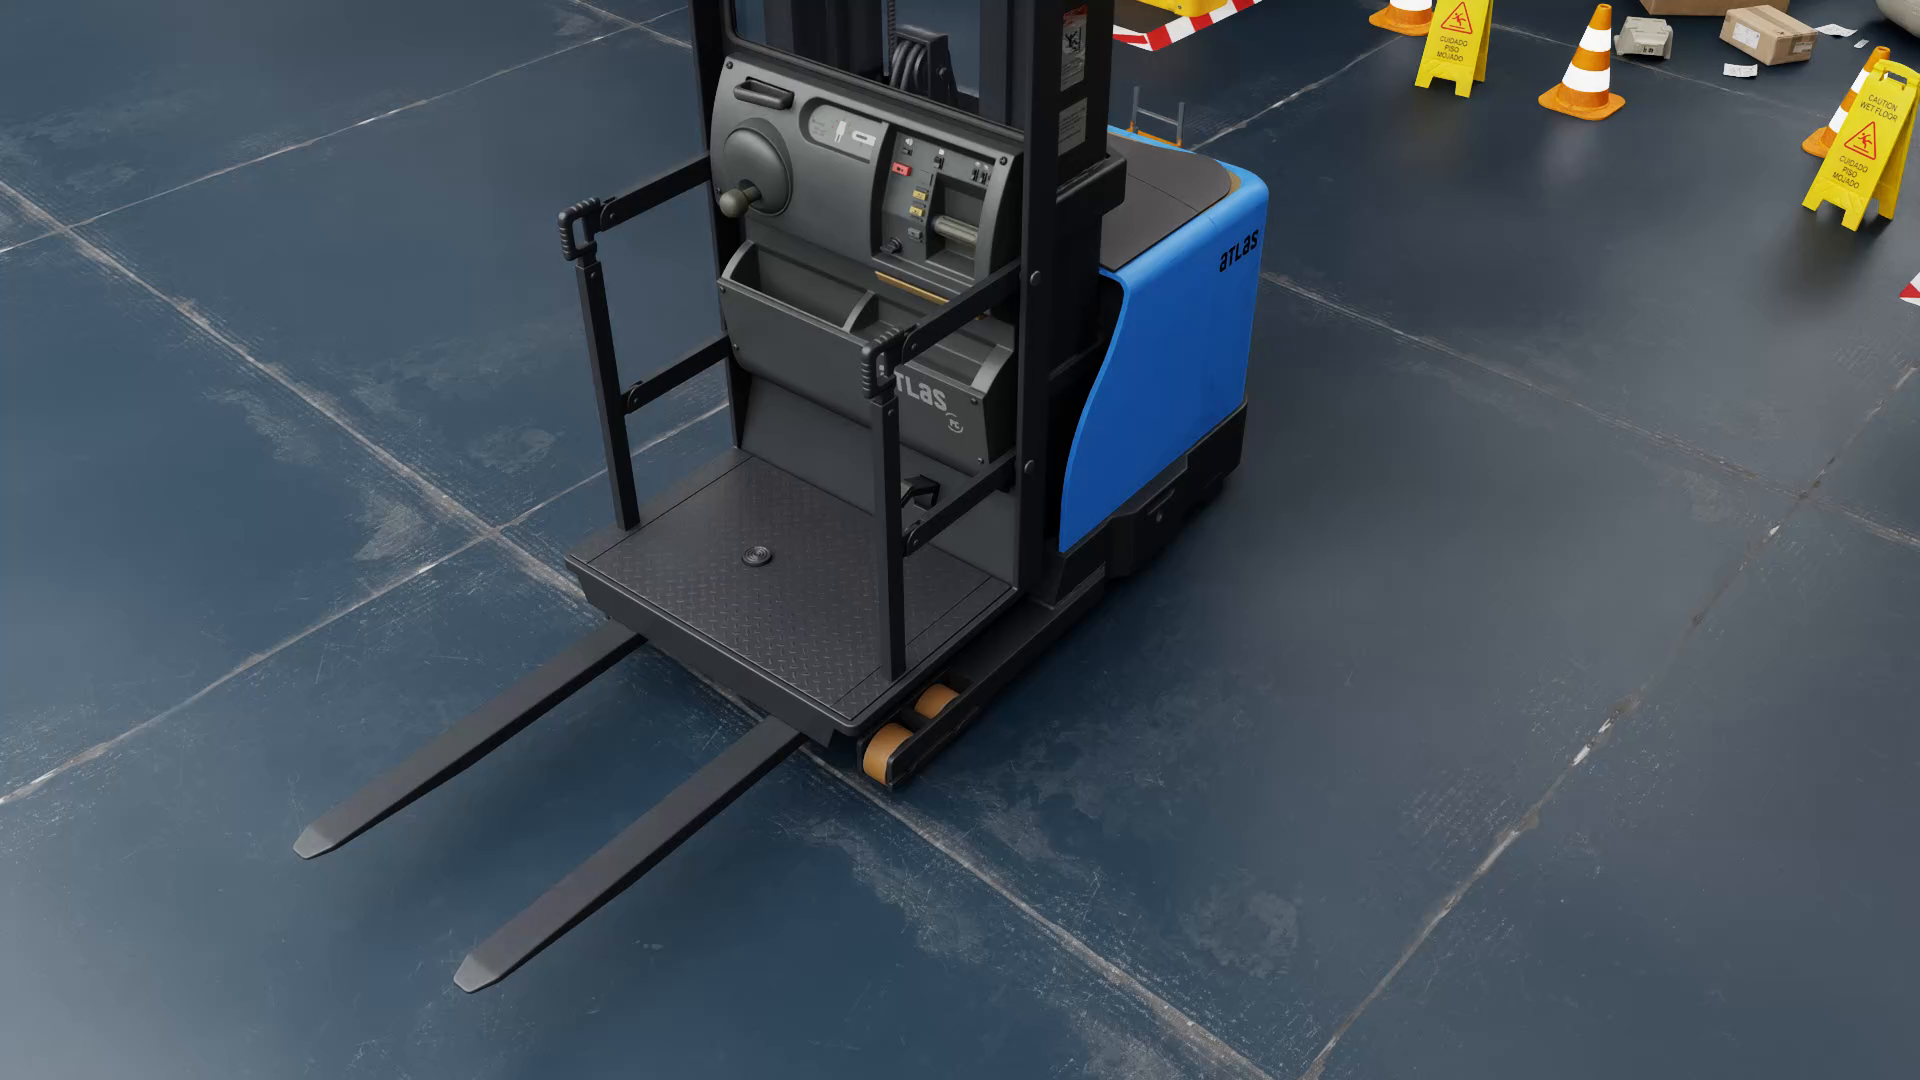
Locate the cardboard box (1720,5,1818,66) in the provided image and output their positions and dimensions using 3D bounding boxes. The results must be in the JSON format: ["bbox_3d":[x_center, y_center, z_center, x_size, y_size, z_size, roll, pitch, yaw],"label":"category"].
[{"bbox_3d":[4.035,-2.522,8.302,0.250,0.149,0.380,-11,40,-14],"label":"cardboard box"}]

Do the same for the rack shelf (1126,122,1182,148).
[{"bbox_3d":[0.562,-1.183,5.455,0.215,0.259,0.240,30,47,32],"label":"rack shelf"}]

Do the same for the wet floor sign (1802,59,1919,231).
[{"bbox_3d":[3.724,-1.628,6.779,0.232,0.644,0.267,-18,42,-21],"label":"wet floor sign"}]

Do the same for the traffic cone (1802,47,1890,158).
[{"bbox_3d":[3.980,-1.934,7.311,0.336,0.463,0.334,30,47,32],"label":"traffic cone"}]

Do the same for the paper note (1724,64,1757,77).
[{"bbox_3d":[3.810,-2.296,8.113,0.148,0.019,0.142,14,41,17],"label":"paper note"}]

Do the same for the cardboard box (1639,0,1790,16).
[{"bbox_3d":[3.958,-3.081,8.720,0.797,0.503,0.637,2,39,2],"label":"cardboard box"}]

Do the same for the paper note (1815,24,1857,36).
[{"bbox_3d":[4.494,-2.619,8.528,0.142,0.019,0.148,-18,42,-21],"label":"paper note"}]

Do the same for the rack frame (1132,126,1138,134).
[{"bbox_3d":[0.480,-0.913,5.555,0.200,1.050,0.008,30,47,32],"label":"rack frame"}]

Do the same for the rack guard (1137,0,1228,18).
[{"bbox_3d":[0.904,-3.231,8.911,1.175,0.500,0.348,30,47,32],"label":"rack guard"}]

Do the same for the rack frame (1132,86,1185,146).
[{"bbox_3d":[0.645,-1.025,5.696,0.200,1.050,0.008,30,47,32],"label":"rack frame"}]

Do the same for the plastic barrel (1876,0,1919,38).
[{"bbox_3d":[4.918,-2.764,8.386,0.421,0.421,0.512,-5,39,-6],"label":"plastic barrel"}]

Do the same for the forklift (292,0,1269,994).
[{"bbox_3d":[-0.390,-0.844,3.957,1.130,2.935,3.031,26,46,29],"label":"forklift"}]

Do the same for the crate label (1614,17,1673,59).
[{"bbox_3d":[3.416,-2.504,8.289,0.250,0.136,0.298,8,39,10],"label":"crate label"}]

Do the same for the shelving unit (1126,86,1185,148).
[{"bbox_3d":[0.562,-0.969,5.625,0.215,1.050,0.252,30,47,32],"label":"shelving unit"}]

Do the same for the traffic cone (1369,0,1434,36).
[{"bbox_3d":[2.326,-2.875,8.494,0.336,0.463,0.334,30,47,32],"label":"traffic cone"}]

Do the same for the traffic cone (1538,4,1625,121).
[{"bbox_3d":[2.931,-2.244,7.700,0.336,0.463,0.334,30,47,32],"label":"traffic cone"}]

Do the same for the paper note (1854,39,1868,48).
[{"bbox_3d":[4.549,-2.504,8.391,0.032,0.001,0.123,30,47,32],"label":"paper note"}]

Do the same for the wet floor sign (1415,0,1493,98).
[{"bbox_3d":[2.362,-2.454,7.817,0.267,0.644,0.232,22,43,25],"label":"wet floor sign"}]
